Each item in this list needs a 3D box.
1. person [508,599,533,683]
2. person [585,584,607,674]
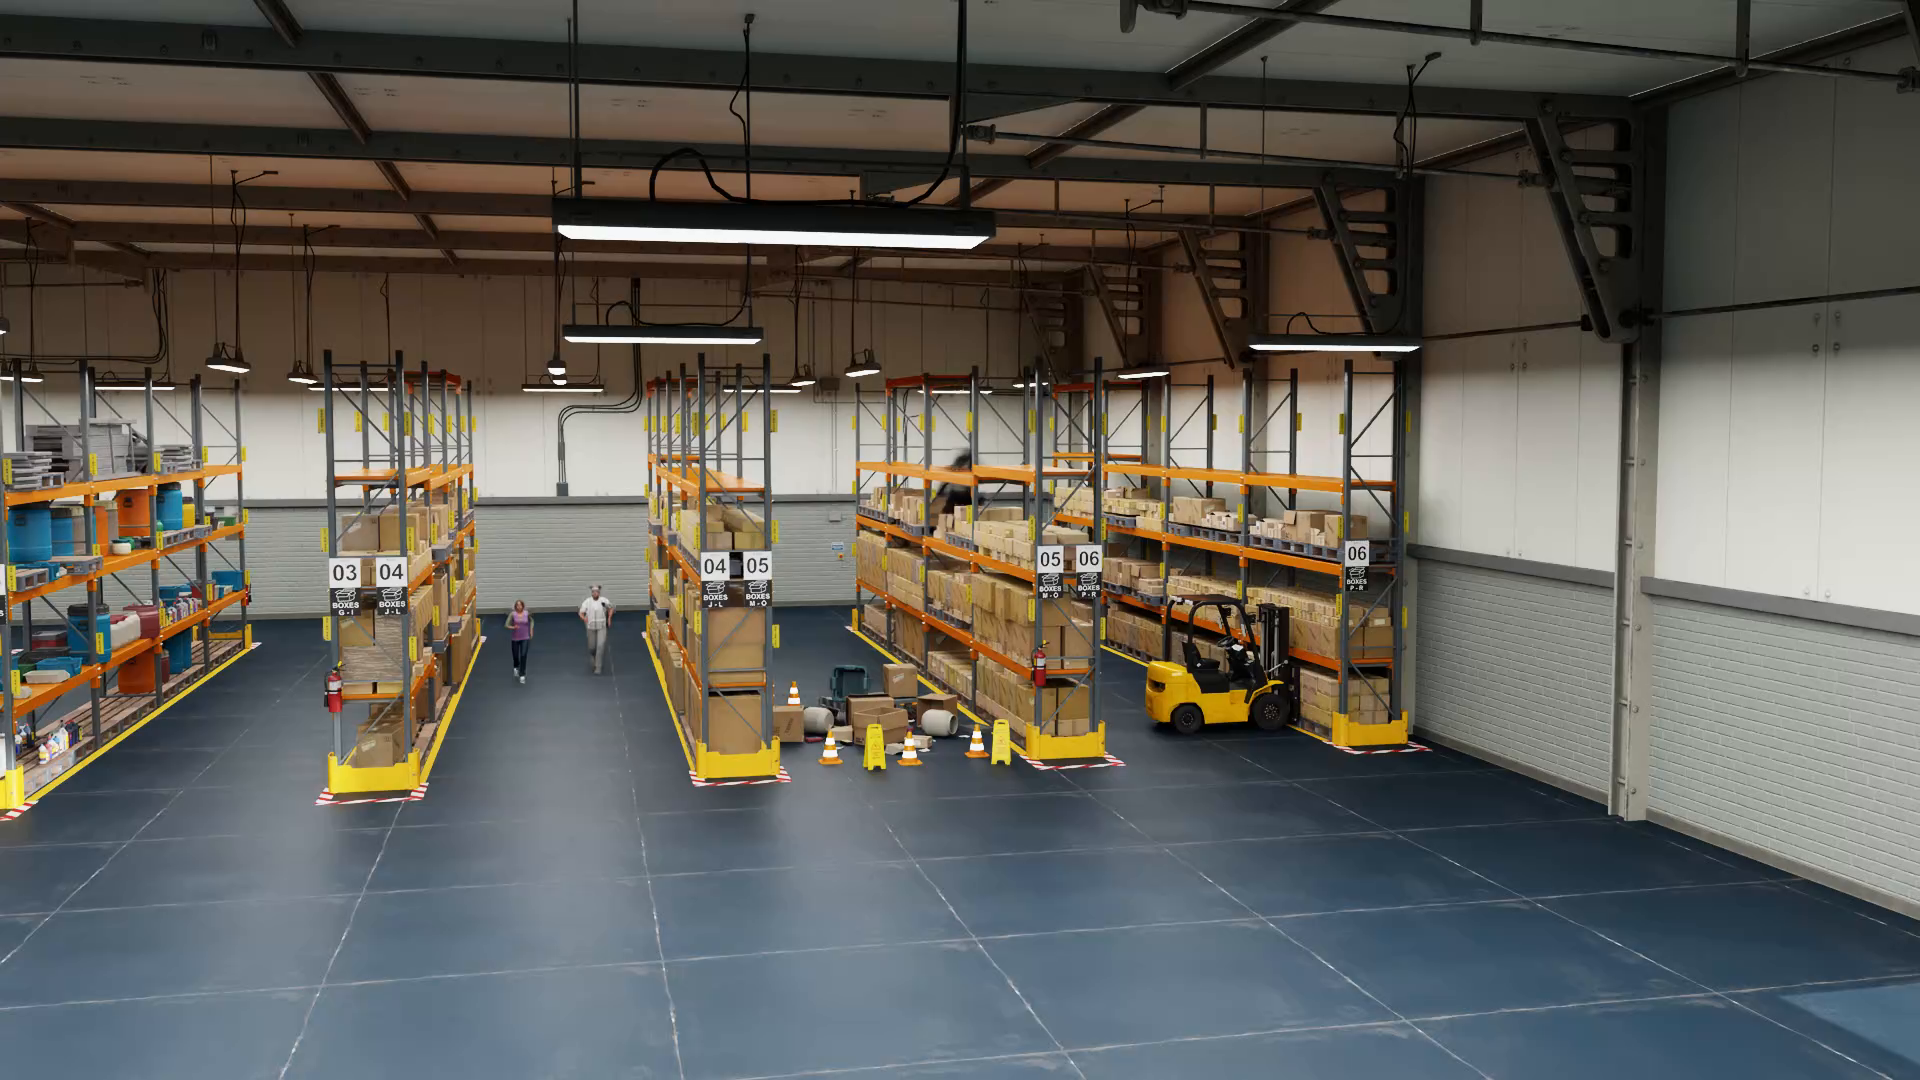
[{"bbox_3d":[-8.499,1.939,32.300,0.435,1.587,0.853,-1,4,-19],"label":"person"},{"bbox_3d":[-7.382,1.781,33.735,0.425,1.788,0.957,-1,4,-10],"label":"person"}]
